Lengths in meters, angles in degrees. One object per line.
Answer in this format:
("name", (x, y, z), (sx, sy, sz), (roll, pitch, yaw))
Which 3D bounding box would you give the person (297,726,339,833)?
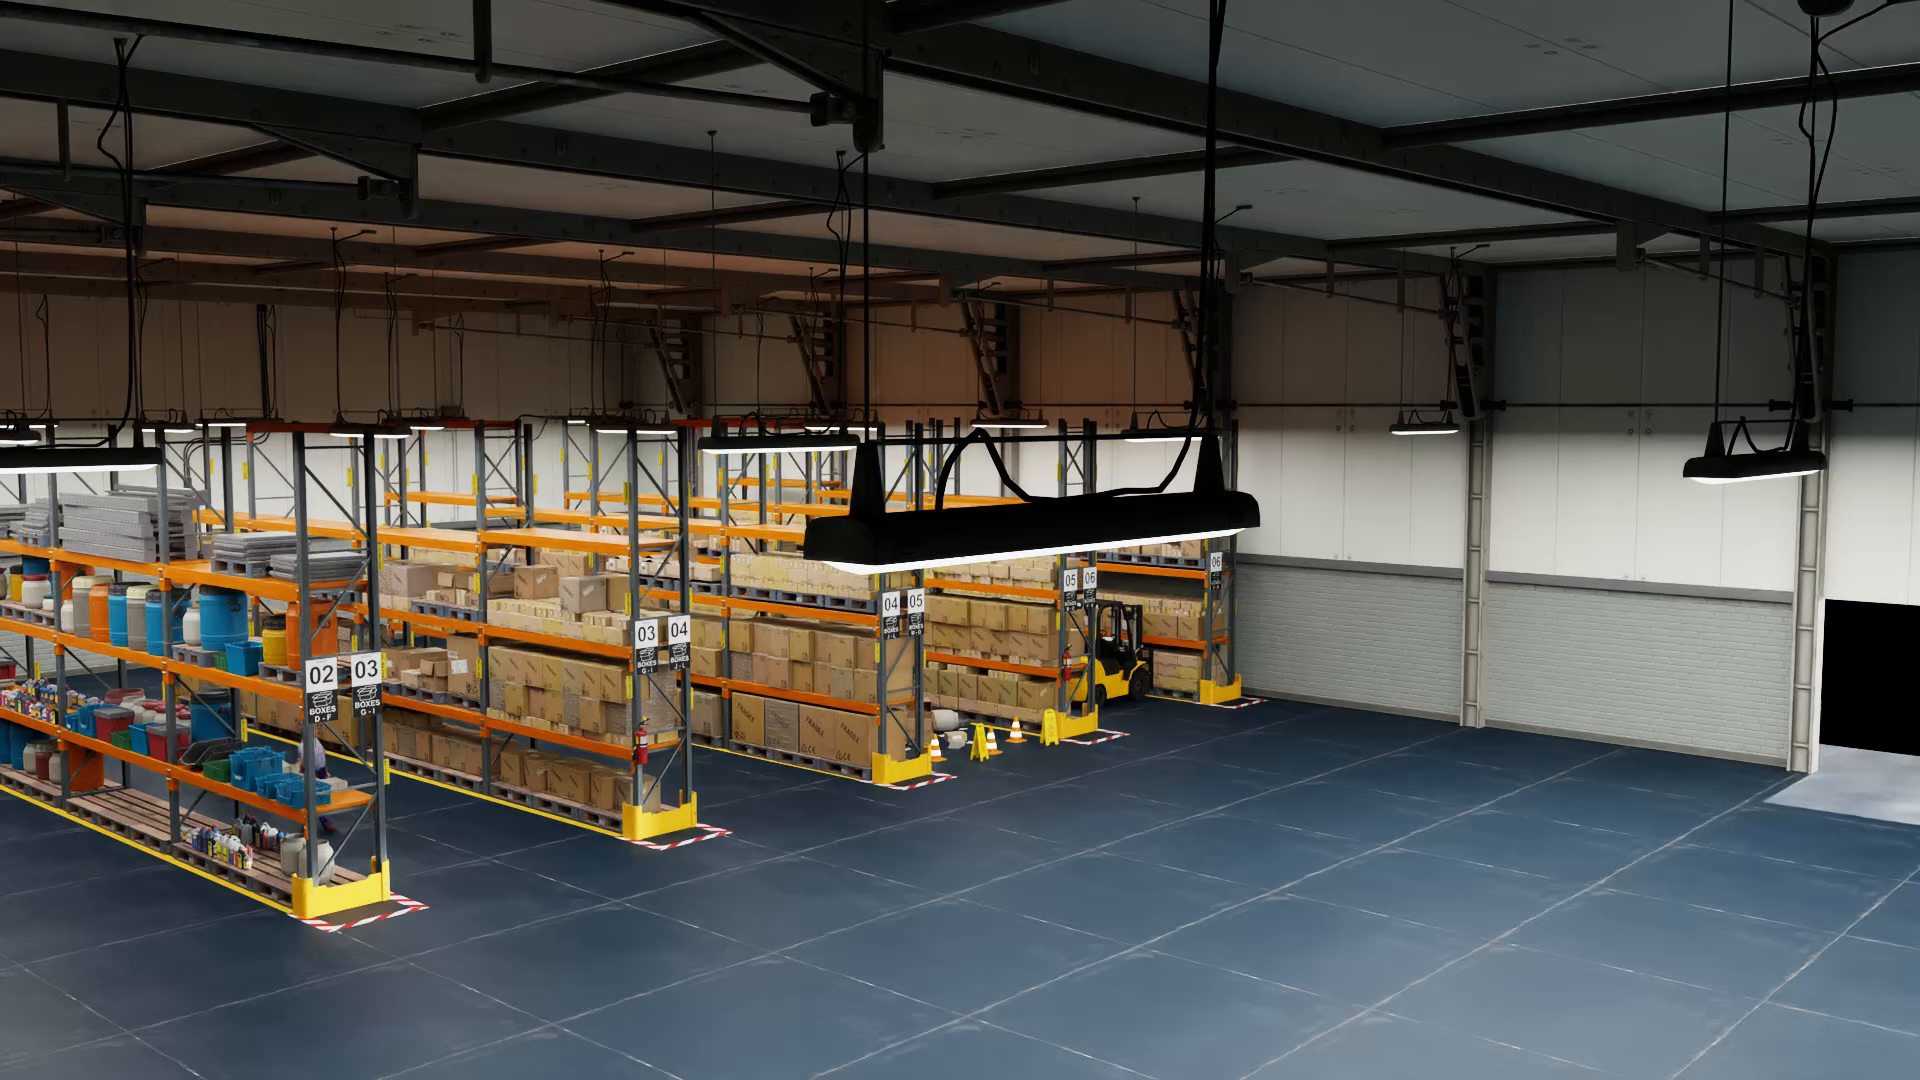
("person", (-9.590, 3.503, 24.692), (0.997, 1.589, 0.574), (2, 5, 22))

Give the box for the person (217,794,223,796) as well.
("person", (-12.019, 3.303, 26.945), (1.005, 1.605, 0.507), (3, 5, 30))
